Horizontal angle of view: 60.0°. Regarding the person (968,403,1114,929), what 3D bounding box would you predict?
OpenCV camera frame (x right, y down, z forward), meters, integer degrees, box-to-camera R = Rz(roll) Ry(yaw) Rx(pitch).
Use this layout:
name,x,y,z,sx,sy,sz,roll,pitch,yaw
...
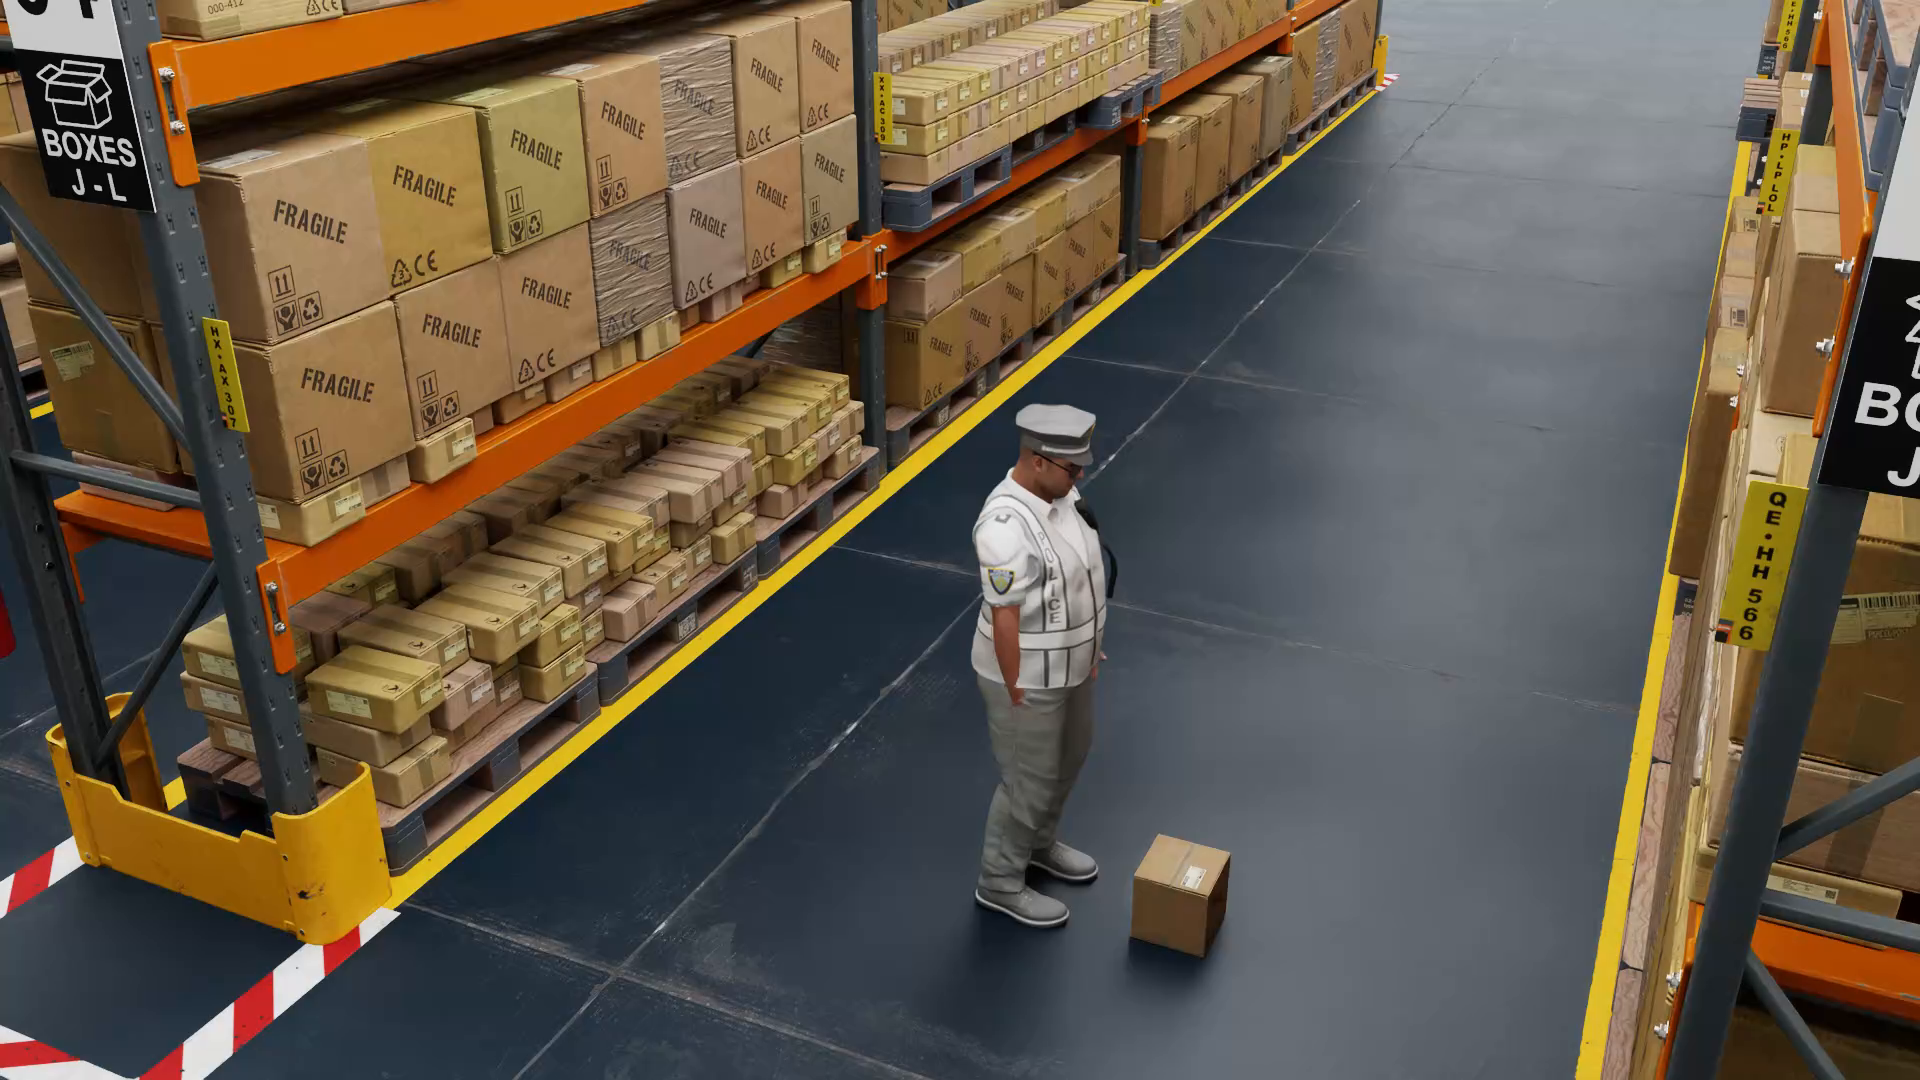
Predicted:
name,x,y,z,sx,sy,sz,roll,pitch,yaw
person,0.254,0.394,5.326,0.388,1.734,0.535,12,28,23
